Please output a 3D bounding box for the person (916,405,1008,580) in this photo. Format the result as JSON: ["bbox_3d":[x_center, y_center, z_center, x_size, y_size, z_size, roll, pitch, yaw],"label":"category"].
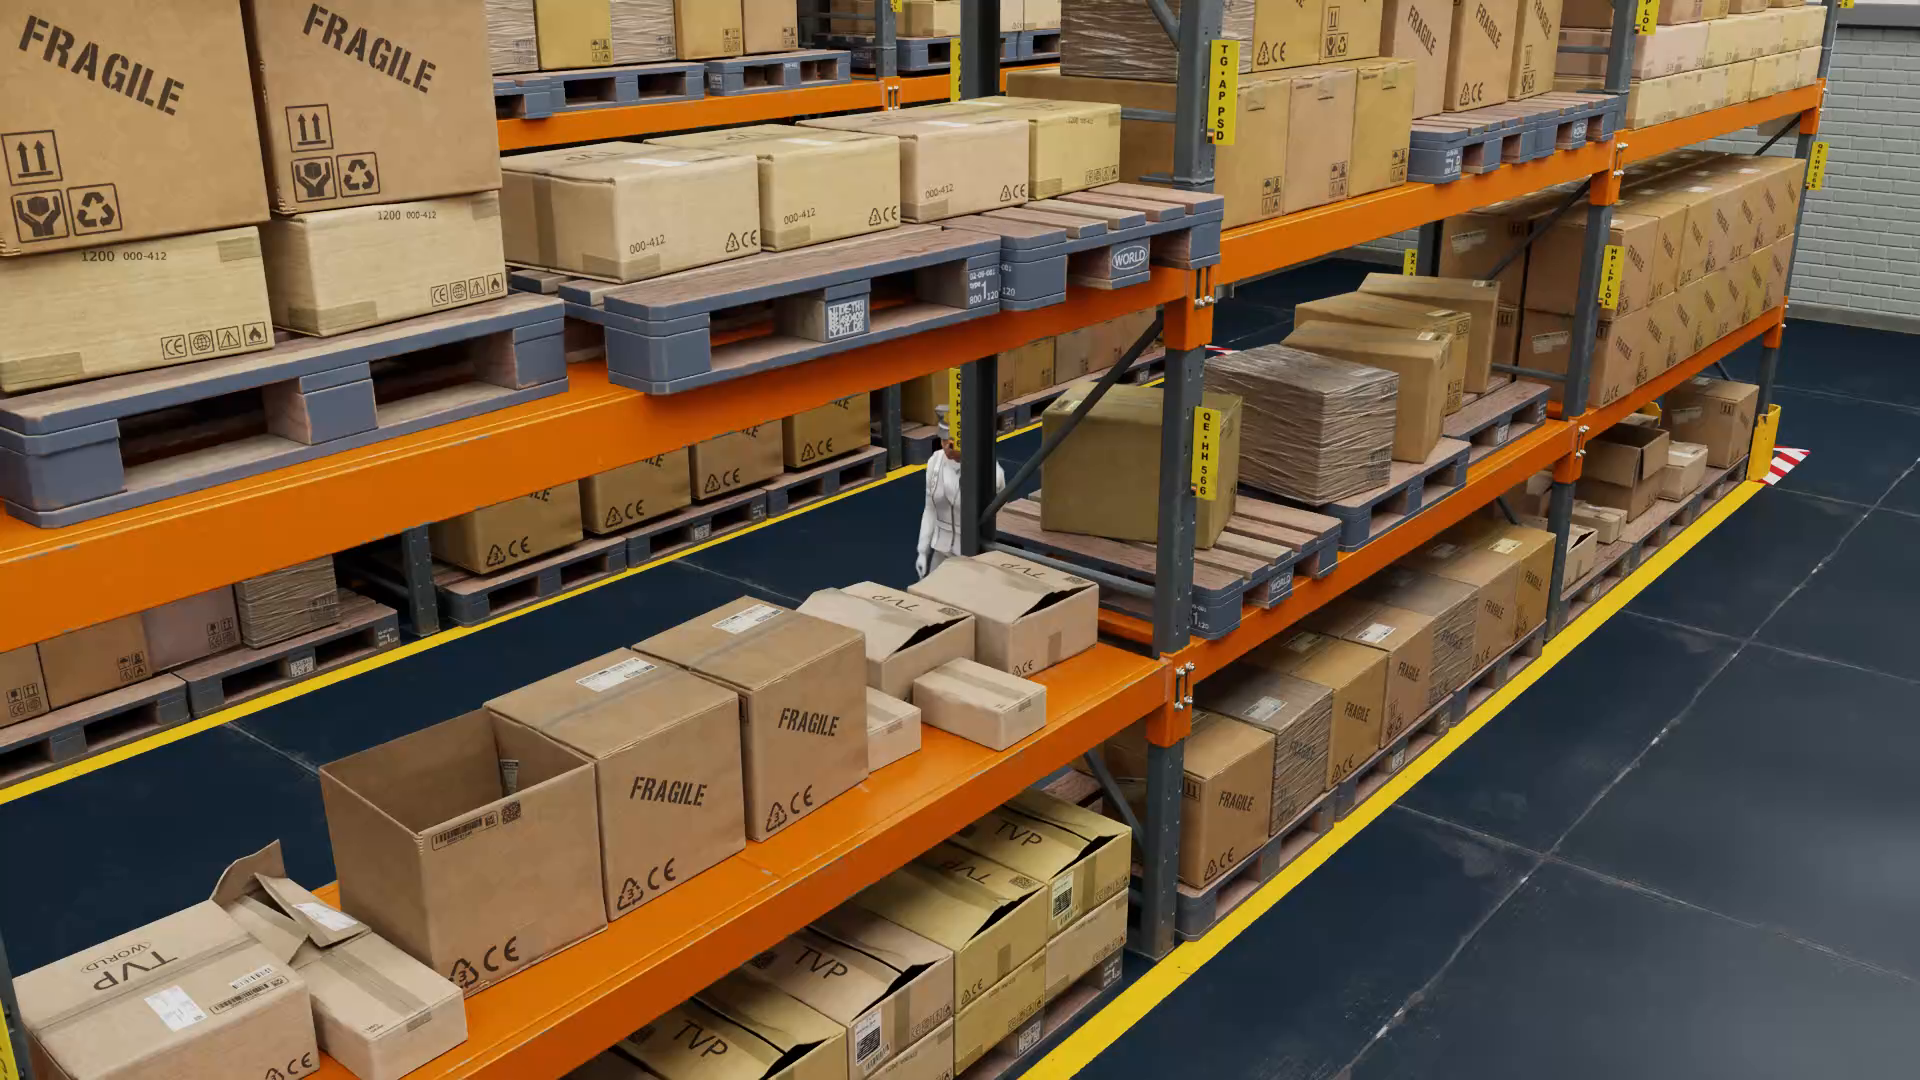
[{"bbox_3d":[0.014,0.121,8.246,0.518,1.663,0.368,15,25,35],"label":"person"}]
